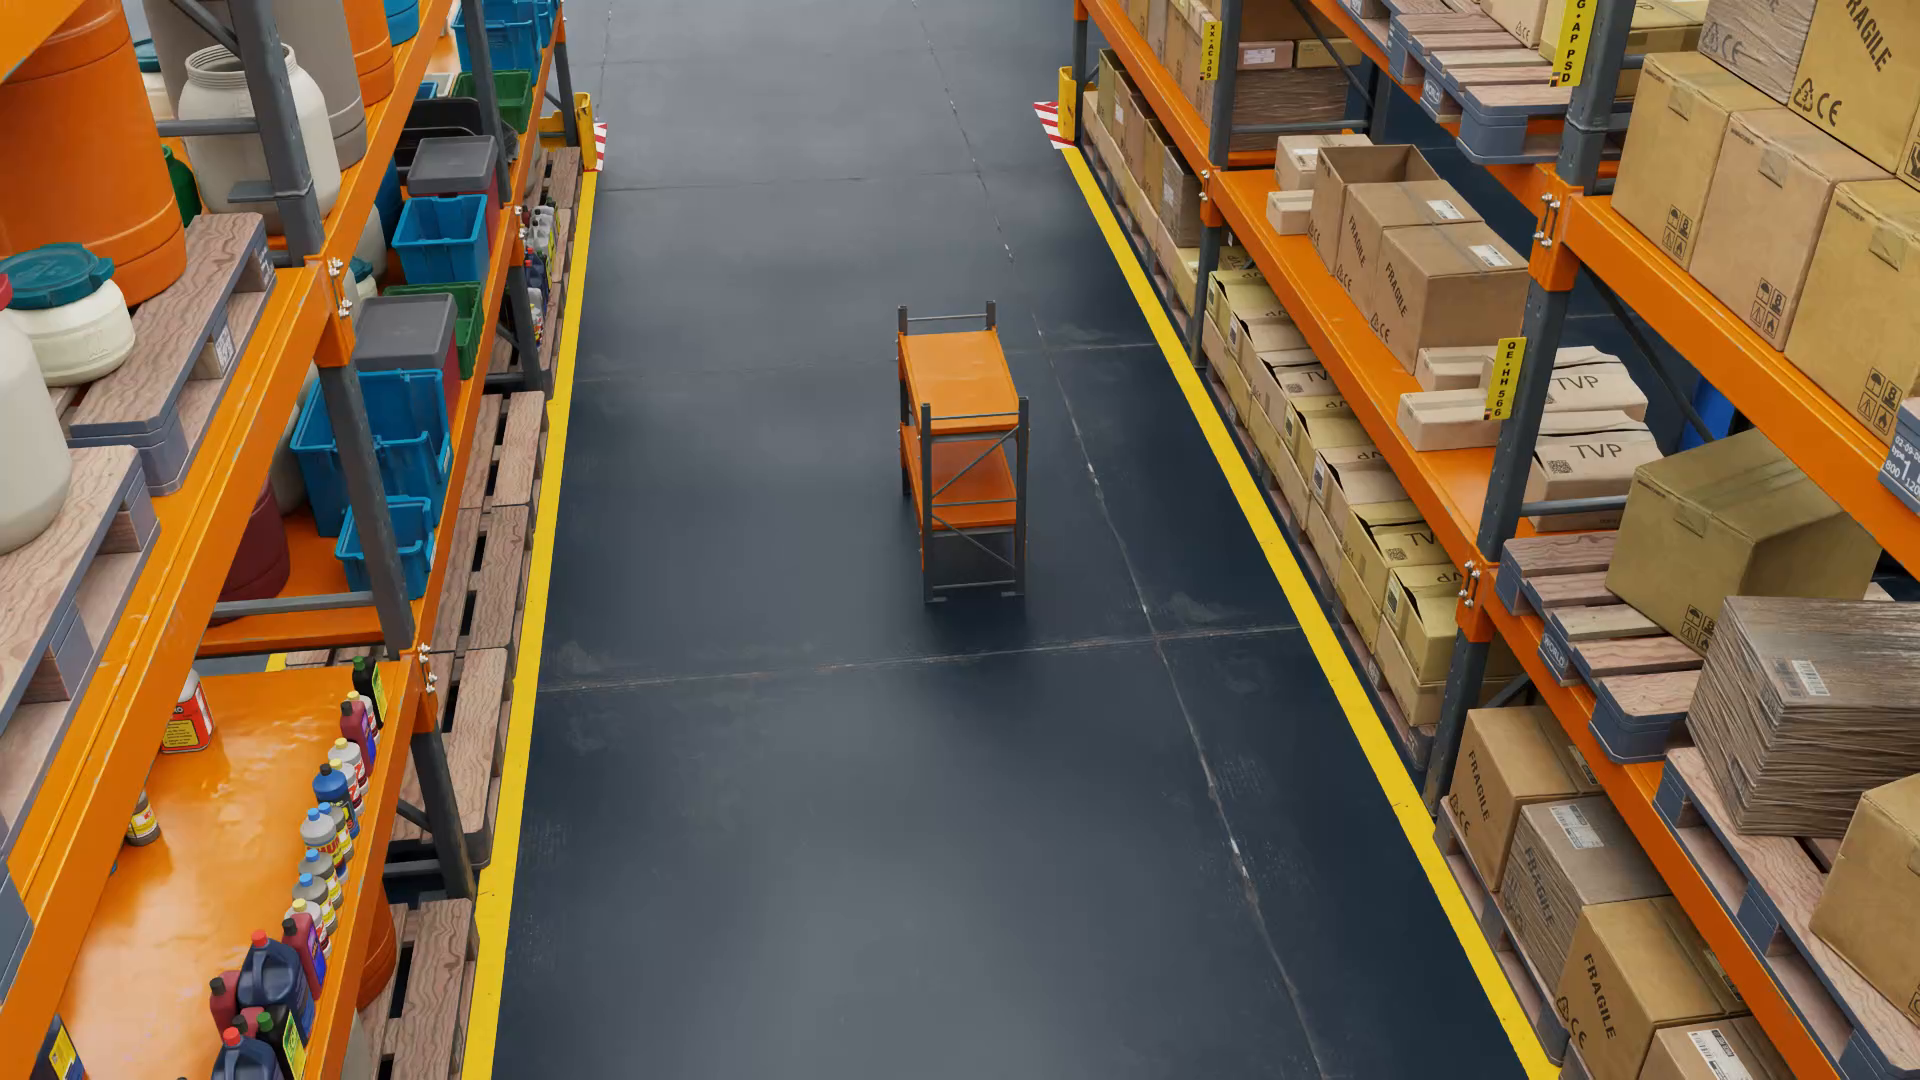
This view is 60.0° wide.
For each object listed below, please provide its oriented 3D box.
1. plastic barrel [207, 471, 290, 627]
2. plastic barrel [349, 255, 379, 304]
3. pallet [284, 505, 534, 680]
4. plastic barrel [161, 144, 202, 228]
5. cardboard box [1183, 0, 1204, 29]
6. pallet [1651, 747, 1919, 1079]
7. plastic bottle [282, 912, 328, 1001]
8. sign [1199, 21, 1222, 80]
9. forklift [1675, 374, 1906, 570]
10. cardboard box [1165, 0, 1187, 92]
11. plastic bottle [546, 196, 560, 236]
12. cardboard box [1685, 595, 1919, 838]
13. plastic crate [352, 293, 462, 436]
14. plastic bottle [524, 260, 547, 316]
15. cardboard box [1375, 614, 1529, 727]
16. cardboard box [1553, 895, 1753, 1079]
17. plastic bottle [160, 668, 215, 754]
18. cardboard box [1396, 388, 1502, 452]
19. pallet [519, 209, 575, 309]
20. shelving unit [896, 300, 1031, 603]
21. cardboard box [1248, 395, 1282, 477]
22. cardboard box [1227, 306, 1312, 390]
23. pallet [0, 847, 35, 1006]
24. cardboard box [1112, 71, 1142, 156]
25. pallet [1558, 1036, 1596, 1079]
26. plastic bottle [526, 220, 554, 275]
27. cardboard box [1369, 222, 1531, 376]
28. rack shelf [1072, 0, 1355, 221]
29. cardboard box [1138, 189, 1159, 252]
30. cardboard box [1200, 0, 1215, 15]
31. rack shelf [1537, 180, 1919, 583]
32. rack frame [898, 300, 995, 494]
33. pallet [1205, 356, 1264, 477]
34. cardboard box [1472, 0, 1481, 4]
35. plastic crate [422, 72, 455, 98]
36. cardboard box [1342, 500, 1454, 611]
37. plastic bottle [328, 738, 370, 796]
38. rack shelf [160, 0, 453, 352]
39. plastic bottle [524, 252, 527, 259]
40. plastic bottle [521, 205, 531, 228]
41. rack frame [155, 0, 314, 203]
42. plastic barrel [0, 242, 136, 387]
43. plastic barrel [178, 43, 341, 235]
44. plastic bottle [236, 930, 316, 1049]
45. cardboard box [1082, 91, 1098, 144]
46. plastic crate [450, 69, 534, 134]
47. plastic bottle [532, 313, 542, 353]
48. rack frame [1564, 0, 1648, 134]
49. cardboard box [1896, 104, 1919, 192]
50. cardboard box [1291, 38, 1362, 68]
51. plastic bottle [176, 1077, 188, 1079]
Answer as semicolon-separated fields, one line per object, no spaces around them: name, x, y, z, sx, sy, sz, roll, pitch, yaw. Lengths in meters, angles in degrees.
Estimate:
plastic barrel;-2.792;-0.053;6.044;0.600;0.536;0.708;-4;35;-6
plastic barrel;-2.942;-1.186;7.950;0.301;0.262;0.301;0;34;0
pallet;-2.656;0.276;8.157;1.003;0.211;1.213;-4;35;-6
plastic barrel;-2.513;-1.071;5.132;0.294;0.245;0.294;0;34;0
cardboard box;1.587;-3.242;10.179;0.380;0.149;0.250;-4;35;-6
pallet;2.745;1.030;4.746;1.003;0.211;1.213;-4;35;-6
plastic bottle;-1.799;1.118;4.549;0.061;0.283;0.133;-4;35;-6
sign;1.392;-2.714;9.230;0.100;0.325;0.005;-4;35;-6
forklift;5.319;-1.197;7.903;3.031;2.935;1.130;16;37;22
cardboard box;1.734;-3.229;10.736;0.700;0.500;0.500;-4;34;-6
plastic bottle;-2.790;-2.229;11.379;0.061;0.283;0.133;-4;34;-5
cardboard box;2.609;0.519;4.864;0.700;0.500;0.500;2;34;3
plastic crate;-2.344;-0.713;7.075;0.402;0.464;0.583;-4;35;-6
plastic bottle;-2.665;-1.562;10.341;0.144;0.351;0.185;-3;34;-5
cardboard box;2.167;0.553;7.343;0.500;0.250;0.500;-4;34;-5
cardboard box;2.396;1.564;5.620;0.500;0.500;0.500;-5;35;-7
plastic bottle;-2.541;0.544;5.398;0.152;0.276;0.135;-4;35;-6
cardboard box;2.085;-0.511;7.060;0.380;0.149;0.250;-4;35;-6
pallet;-3.184;-1.901;11.353;1.003;0.211;1.213;-4;35;-6
shelving unit;0.001;-0.461;8.428;0.538;1.125;1.048;-4;35;-6
cardboard box;1.890;-0.586;9.015;0.500;0.250;0.500;-5;35;-8
cardboard box;1.812;-1.106;9.281;0.500;0.311;0.500;-5;35;-7
pallet;-2.094;0.879;2.300;1.213;0.211;1.003;-4;35;-6
cardboard box;1.404;-3.073;11.998;0.500;0.500;0.500;-4;35;-6
pallet;2.703;2.117;5.456;1.003;0.211;1.213;-4;35;-6
plastic bottle;-2.747;-1.905;10.843;0.144;0.351;0.185;-5;35;-7
cardboard box;2.237;-1.111;7.628;0.500;0.500;0.500;-6;35;-9
rack shelf;1.672;-3.185;11.399;1.077;0.370;4.000;-4;35;-6
cardboard box;1.523;-2.204;11.389;0.500;0.250;0.500;-4;35;-6
cardboard box;1.806;-3.473;9.942;0.700;0.500;0.500;-4;35;-6
rack shelf;2.748;0.039;4.004;1.077;0.370;4.000;-4;35;-6
rack frame;-0.067;-0.745;8.844;0.500;1.125;0.032;-4;35;-6
pallet;2.079;-0.806;9.745;1.003;0.211;1.213;-4;35;-6
cardboard box;2.208;-2.346;6.625;0.500;0.250;0.500;-5;35;-7
plastic crate;-3.437;-2.771;10.387;0.530;0.136;0.437;-4;35;-6
cardboard box;2.088;0.033;7.608;0.500;0.311;0.500;-5;35;-7
plastic bottle;-1.924;0.709;5.223;0.097;0.201;0.097;0;34;0
rack shelf;-2.699;-1.820;6.732;1.077;0.370;4.000;-4;35;-6
plastic bottle;-2.747;-1.714;10.634;0.097;0.271;0.097;0;34;0
plastic bottle;-2.923;-2.142;11.251;0.061;0.283;0.133;-4;35;-6
rack frame;-2.430;-2.240;4.047;1.000;3.000;0.127;-4;35;-6
plastic barrel;-2.140;-0.530;3.950;0.301;0.262;0.301;0;34;0
plastic barrel;-2.168;-1.244;5.148;0.421;0.512;0.421;0;34;0
plastic bottle;-1.819;1.182;4.395;0.144;0.351;0.185;-4;35;-6
cardboard box;1.255;-3.320;13.027;0.500;0.250;0.500;-4;35;-6
plastic crate;-2.870;-2.685;10.214;0.450;0.188;0.662;-4;35;-6
plastic bottle;-2.576;-1.259;9.966;0.097;0.271;0.097;0;34;0
rack frame;2.479;-2.613;4.594;1.000;3.000;0.127;-4;35;-6
cardboard box;2.669;-1.015;3.936;0.500;0.500;0.500;-4;35;-6
cardboard box;2.097;-2.840;9.590;0.380;0.149;0.250;-4;35;-6
plastic bottle;-1.890;1.426;4.108;0.097;0.271;0.097;0;34;0
